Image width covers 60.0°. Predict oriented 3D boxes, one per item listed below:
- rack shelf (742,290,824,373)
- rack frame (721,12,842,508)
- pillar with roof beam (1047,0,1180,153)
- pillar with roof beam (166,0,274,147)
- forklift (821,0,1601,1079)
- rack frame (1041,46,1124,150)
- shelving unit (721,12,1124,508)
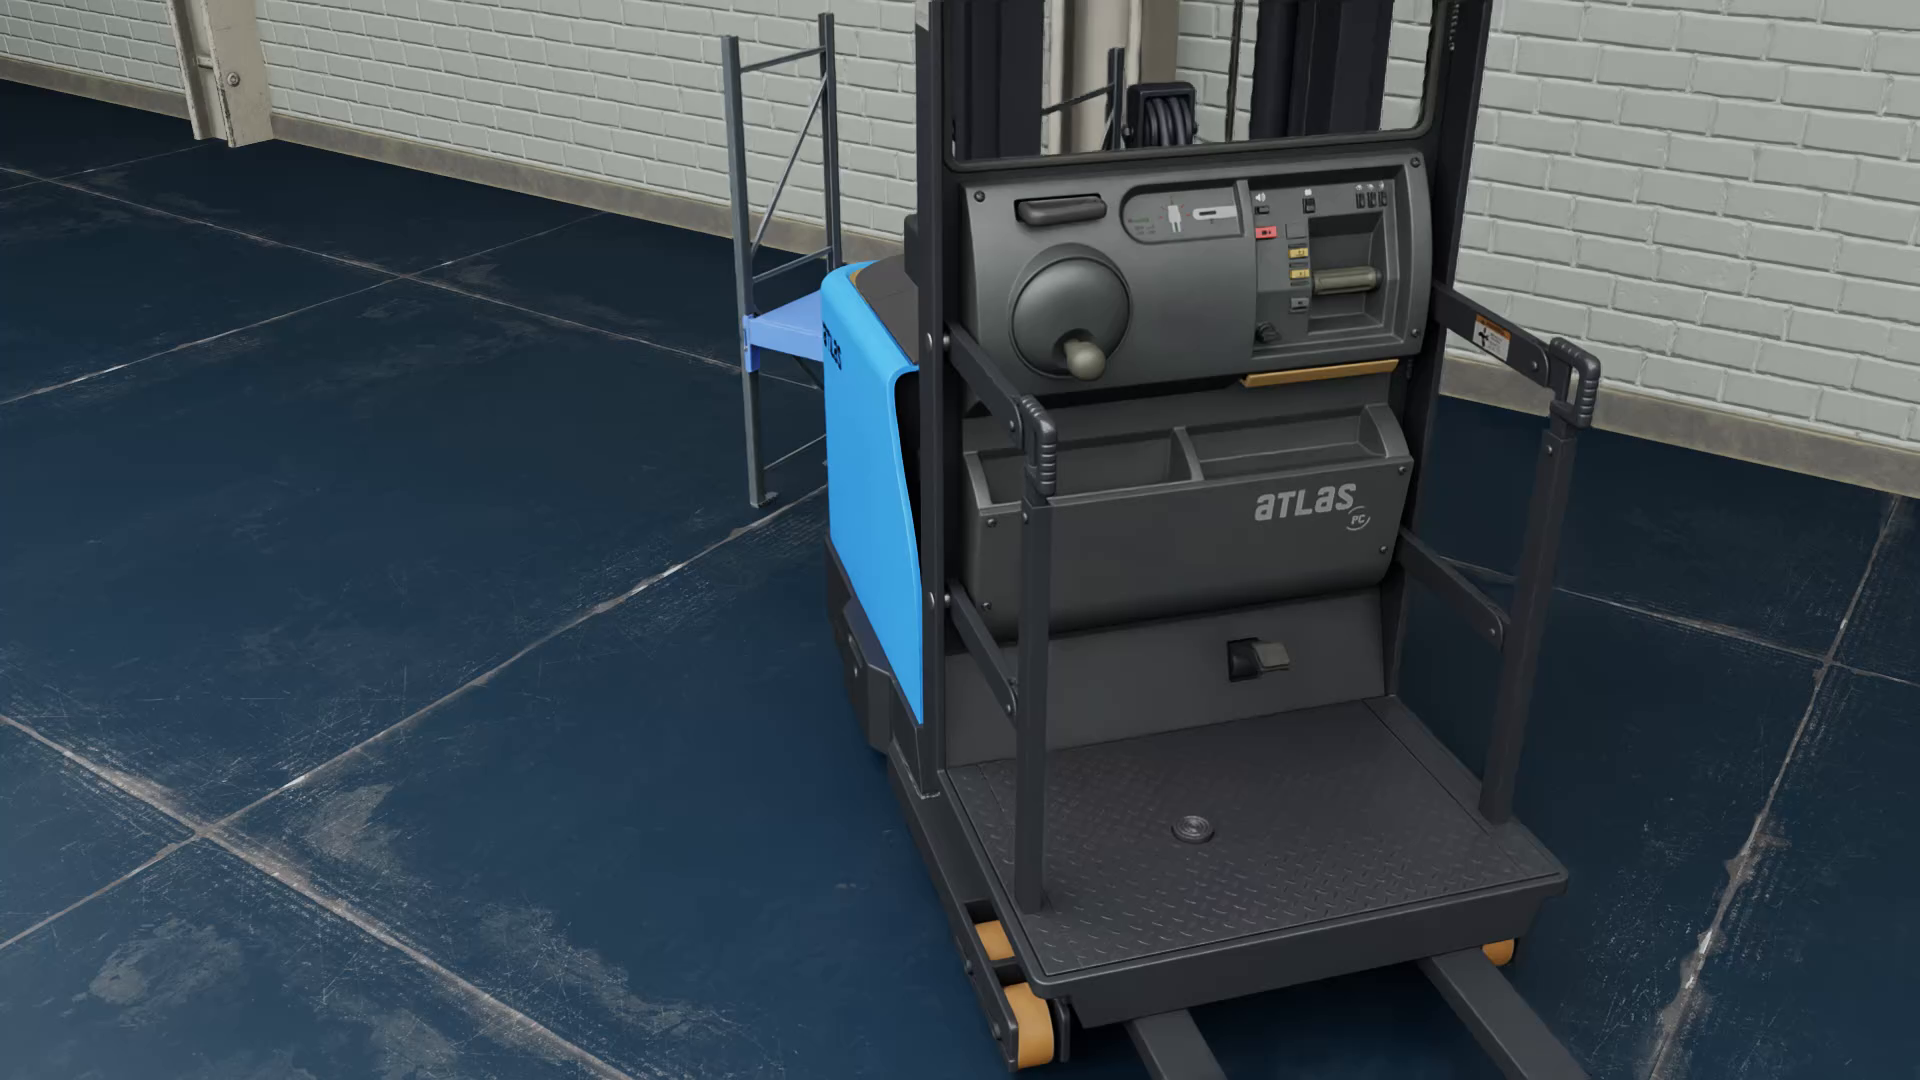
[{"bbox_3d":[-0.116,-0.586,5.145,1.000,0.185,0.538,17,31,29],"label":"rack shelf"},{"bbox_3d":[-0.541,-0.873,5.312,0.032,1.500,0.500,17,31,29],"label":"rack frame"},{"bbox_3d":[-1.843,-3.279,1.771,0.400,9.000,9.100,17,32,30],"label":"pillar with roof beam"},{"bbox_3d":[-6.788,-4.819,4.798,0.400,9.000,9.100,17,32,30],"label":"pillar with roof beam"},{"bbox_3d":[0.526,-0.480,2.961,1.130,2.935,3.031,-7,28,-14],"label":"forklift"},{"bbox_3d":[0.309,-0.620,4.815,0.032,1.500,0.500,17,31,29],"label":"rack frame"},{"bbox_3d":[-0.116,-0.747,5.063,1.048,1.500,0.538,17,31,29],"label":"shelving unit"}]
